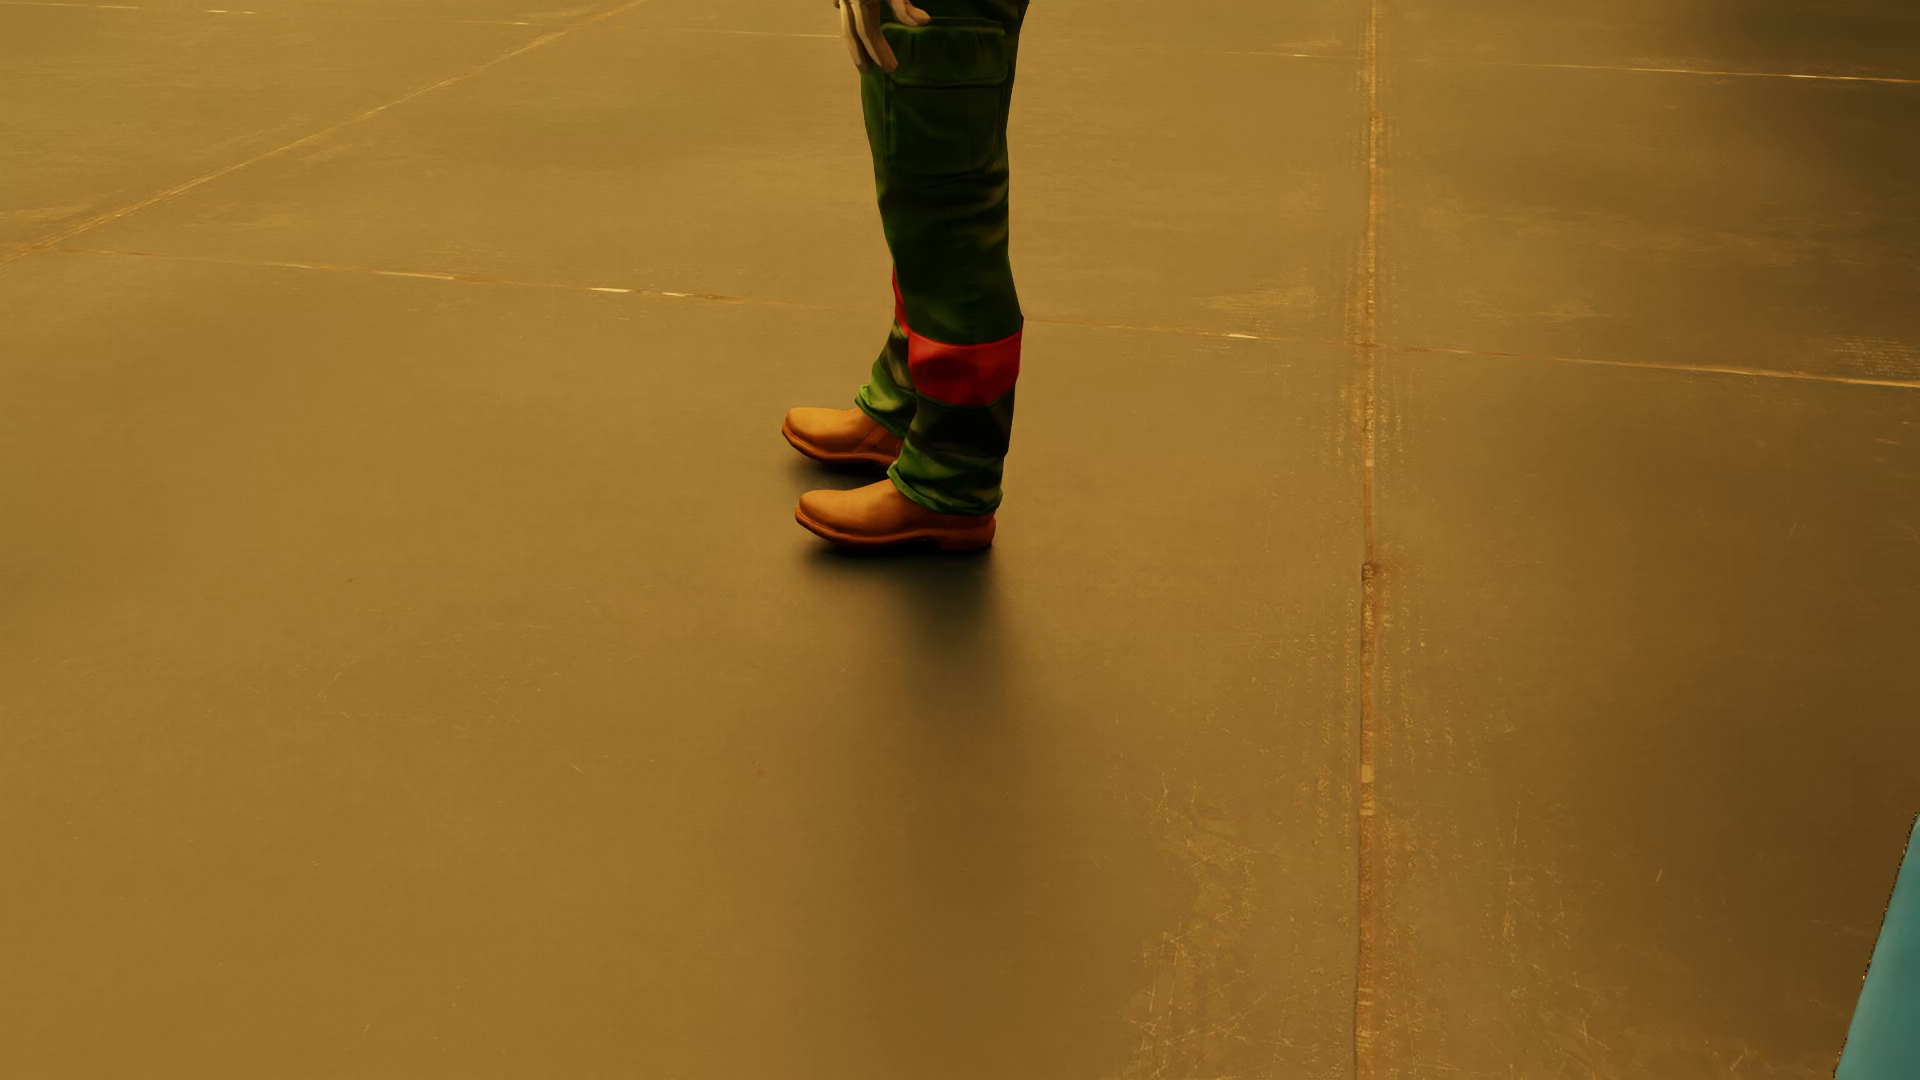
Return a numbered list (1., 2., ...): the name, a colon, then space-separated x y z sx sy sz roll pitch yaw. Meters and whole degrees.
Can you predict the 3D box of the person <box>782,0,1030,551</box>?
1. person: -0.077 -0.818 2.119 0.562 1.789 0.638 6 27 11
